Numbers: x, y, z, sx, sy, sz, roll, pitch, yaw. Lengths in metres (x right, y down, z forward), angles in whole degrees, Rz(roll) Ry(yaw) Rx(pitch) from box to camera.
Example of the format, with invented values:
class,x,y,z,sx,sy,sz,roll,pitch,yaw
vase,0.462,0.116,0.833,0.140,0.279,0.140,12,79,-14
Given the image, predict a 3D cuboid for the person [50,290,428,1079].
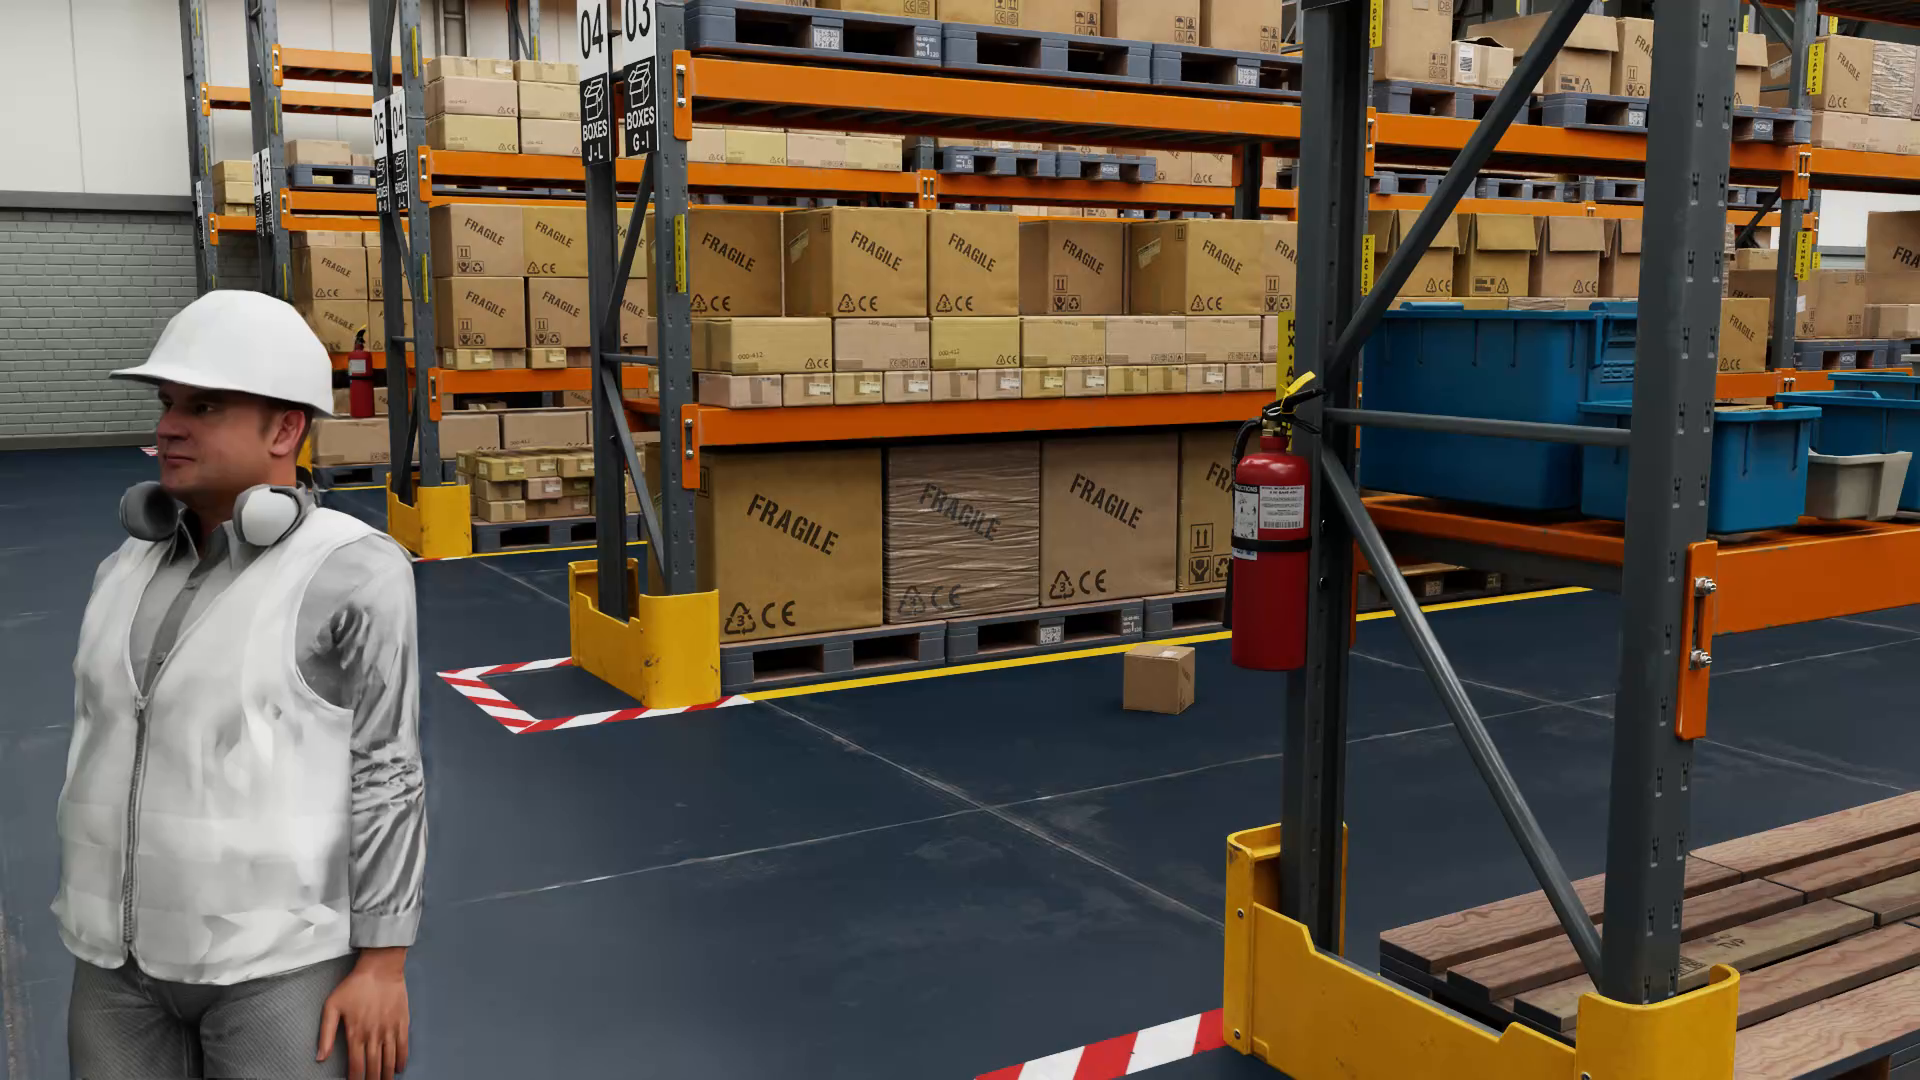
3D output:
class,x,y,z,sx,sy,sz,roll,pitch,yaw
person,-0.988,0.545,2.288,0.552,1.754,0.623,2,8,16
